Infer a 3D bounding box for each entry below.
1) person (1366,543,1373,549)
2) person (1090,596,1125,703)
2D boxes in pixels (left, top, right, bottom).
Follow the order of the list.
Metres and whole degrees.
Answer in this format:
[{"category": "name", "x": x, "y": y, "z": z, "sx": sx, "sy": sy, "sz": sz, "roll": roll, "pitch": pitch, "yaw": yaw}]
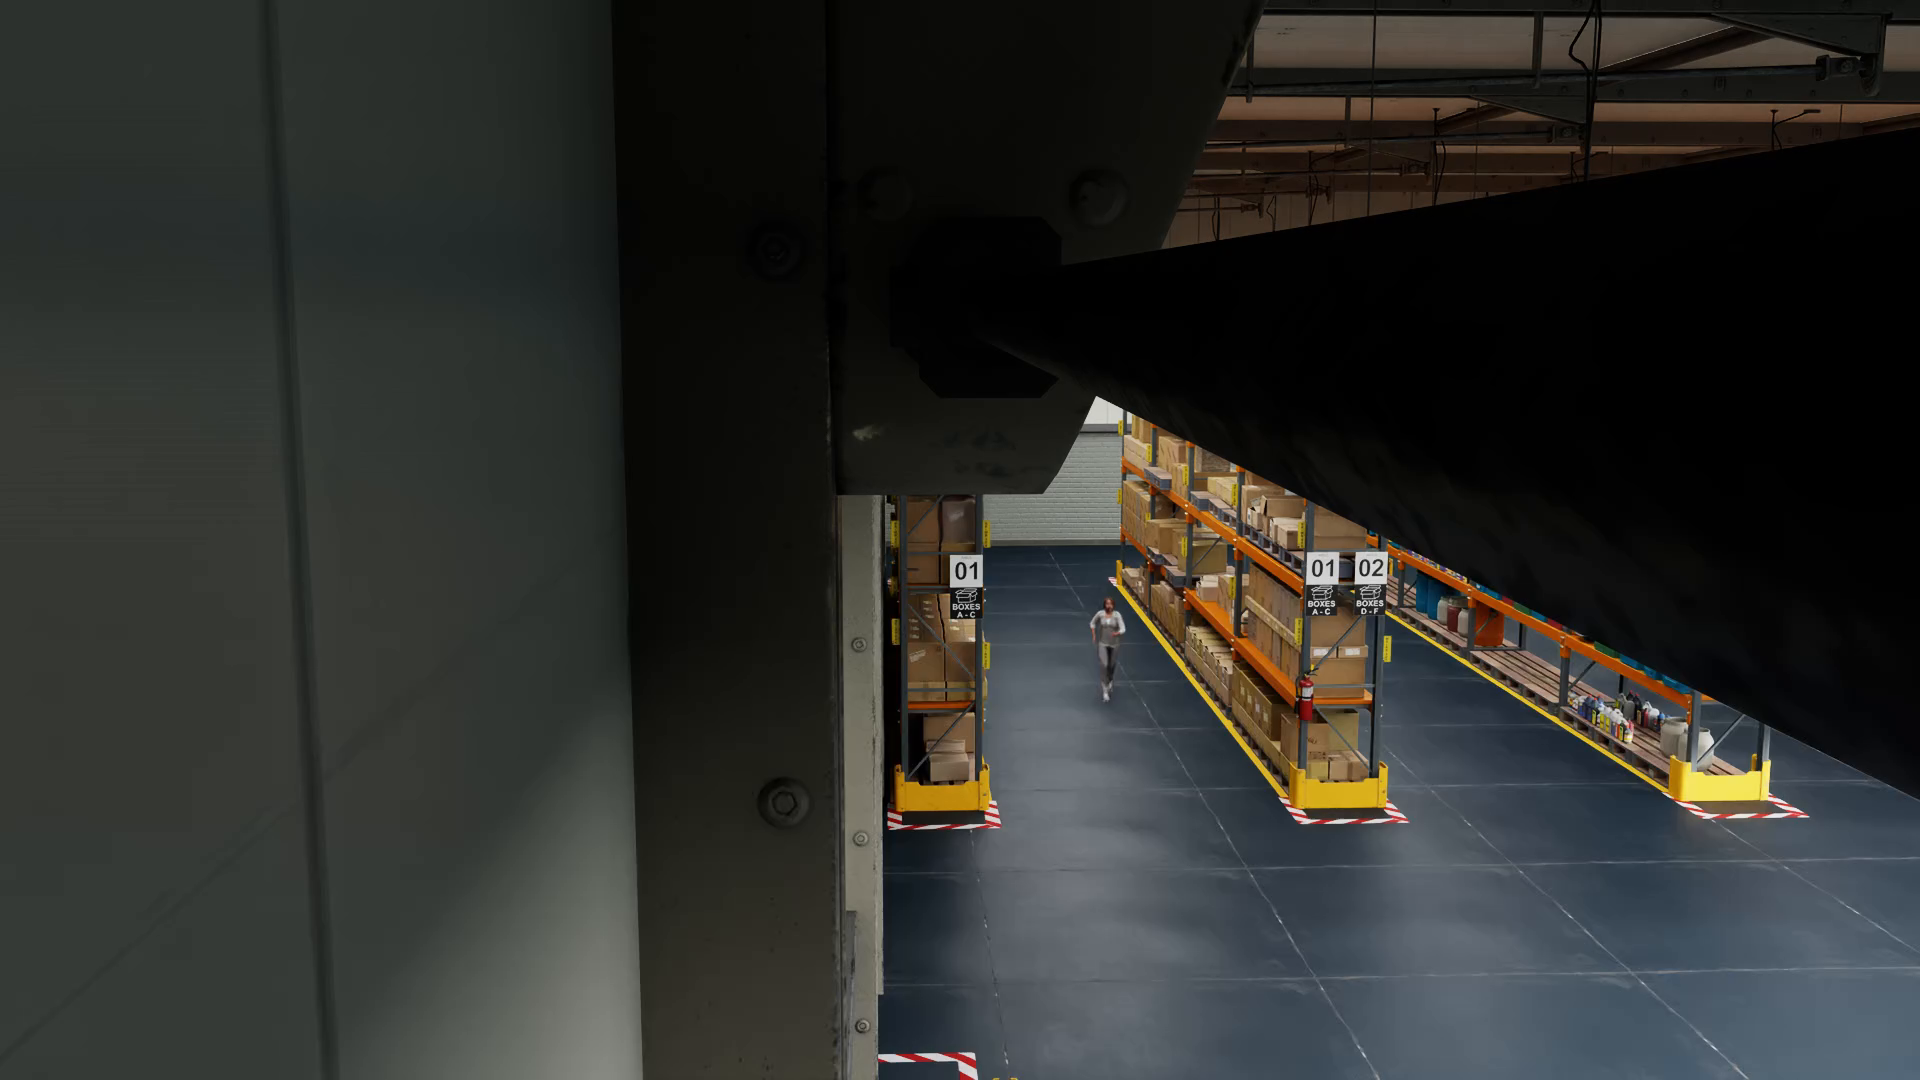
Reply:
[{"category": "person", "x": 9.079, "y": -0.089, "z": 37.776, "sx": 0.890, "sy": 1.760, "sz": 0.661, "roll": 0, "pitch": 8, "yaw": -2}, {"category": "person", "x": 2.327, "y": 1.682, "z": 26.203, "sx": 0.530, "sy": 1.623, "sz": 0.774, "roll": 0, "pitch": 8, "yaw": -2}]
